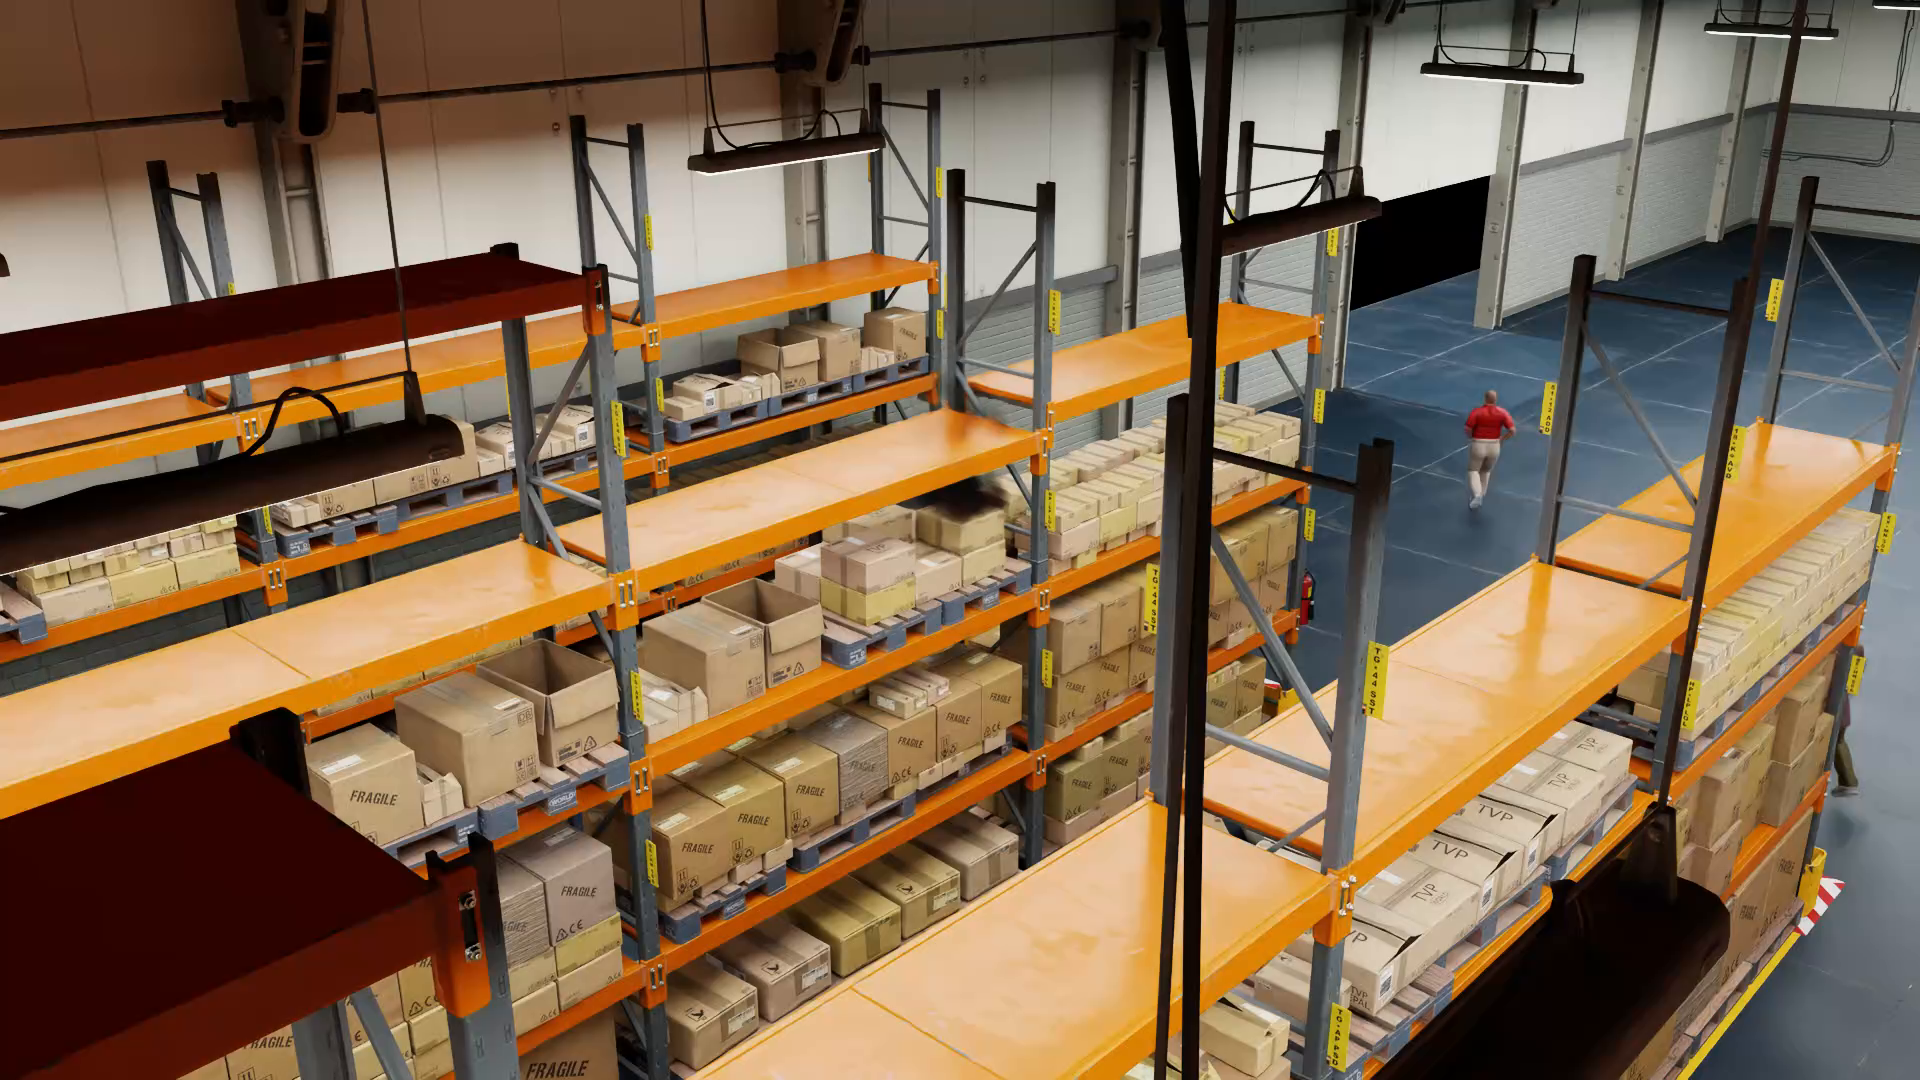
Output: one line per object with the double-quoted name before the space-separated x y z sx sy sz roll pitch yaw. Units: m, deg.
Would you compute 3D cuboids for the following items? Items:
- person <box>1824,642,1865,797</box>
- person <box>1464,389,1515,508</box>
"person" 8.085 1.512 15.541 0.714 1.772 1.069 -3 21 -7
"person" 7.228 -1.226 22.851 0.672 1.712 0.710 2 21 4
